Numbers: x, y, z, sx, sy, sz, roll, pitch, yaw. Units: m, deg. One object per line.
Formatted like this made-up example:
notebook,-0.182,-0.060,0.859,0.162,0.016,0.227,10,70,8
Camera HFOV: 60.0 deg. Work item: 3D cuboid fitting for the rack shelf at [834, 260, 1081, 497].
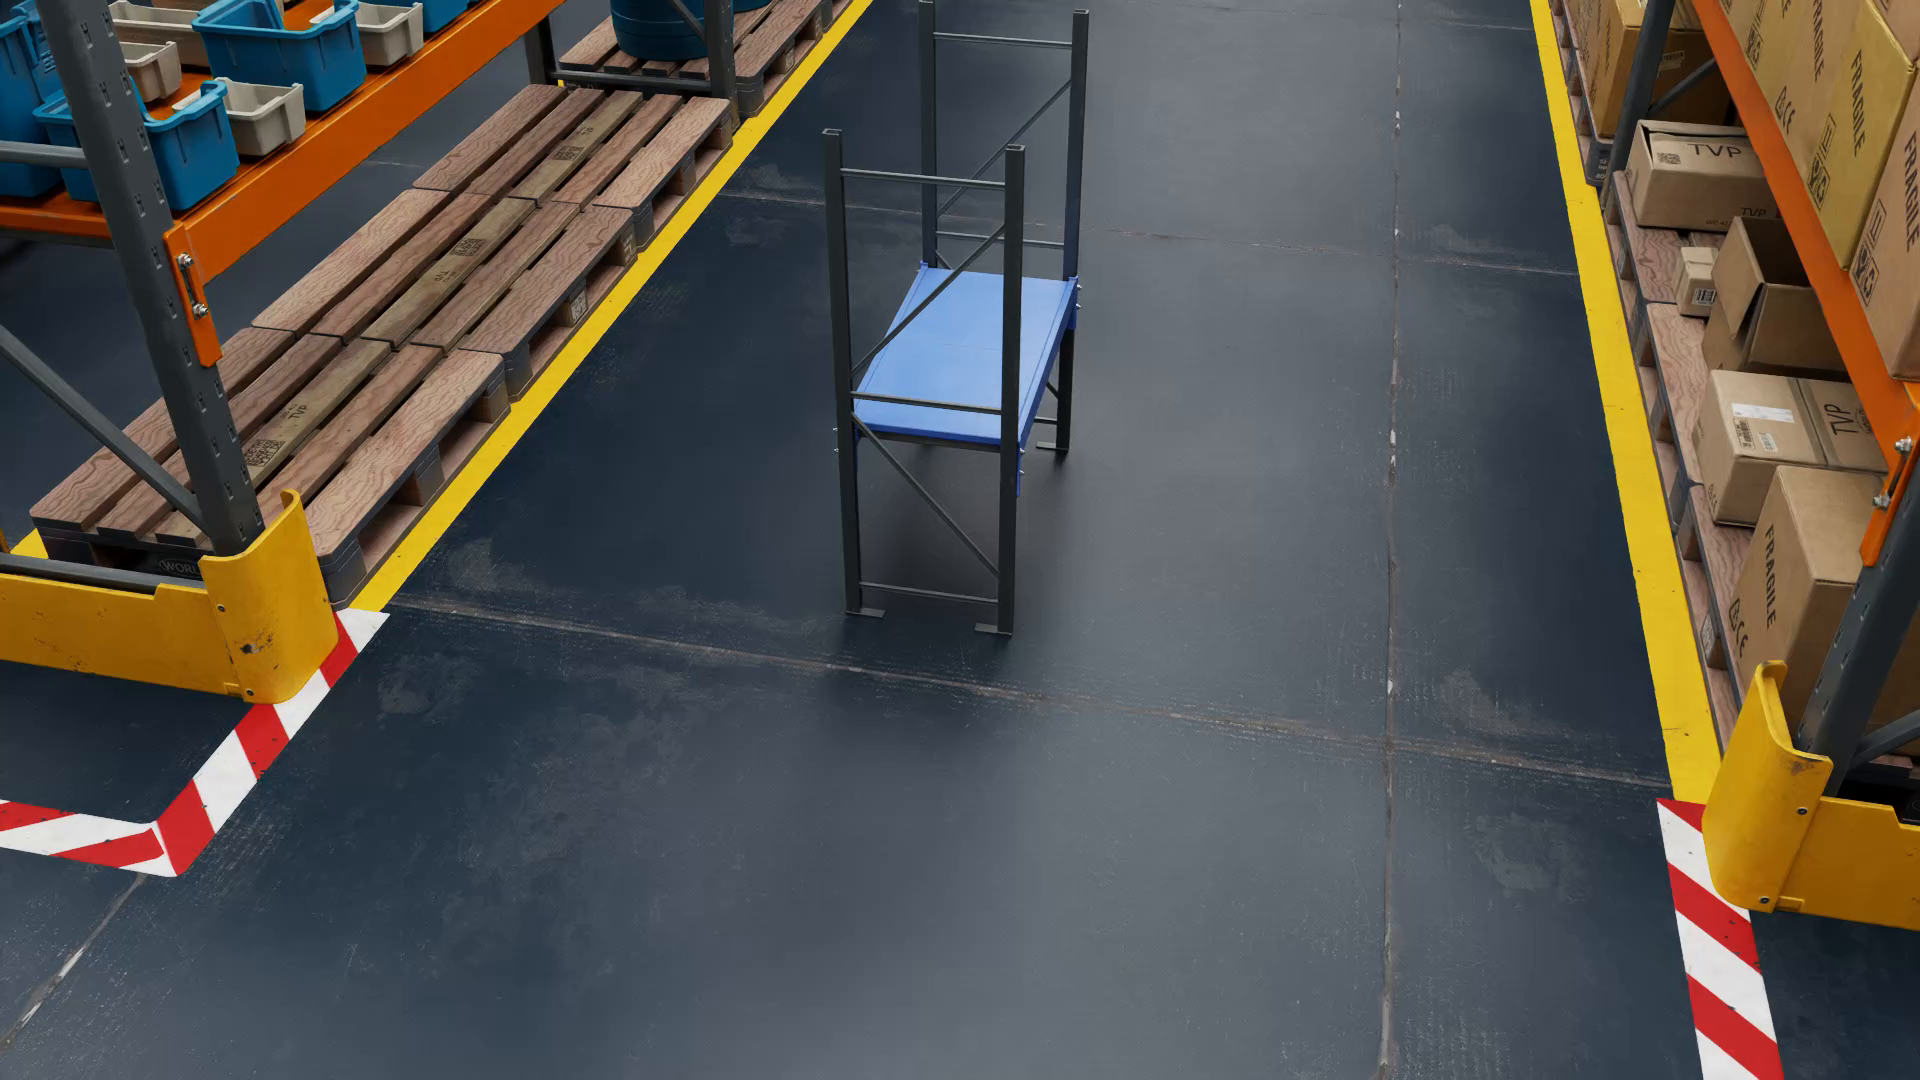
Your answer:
rack shelf,0.018,-0.511,4.983,0.538,0.185,1.000,7,37,10

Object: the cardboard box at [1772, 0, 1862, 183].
cardboard box,2.476,-1.227,4.302,0.500,0.500,0.500,8,37,10

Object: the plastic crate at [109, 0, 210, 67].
plastic crate,-2.338,-1.508,4.948,0.396,0.136,0.243,7,37,10

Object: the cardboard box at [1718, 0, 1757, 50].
cardboard box,2.691,-1.808,5.103,0.500,0.500,0.500,7,37,10

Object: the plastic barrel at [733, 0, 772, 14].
plastic barrel,-1.273,-3.265,8.629,0.600,0.901,0.708,7,37,10

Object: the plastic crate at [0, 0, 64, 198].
plastic crate,-2.522,-1.190,4.254,0.616,0.435,0.499,7,37,10

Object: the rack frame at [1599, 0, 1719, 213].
rack frame,3.281,-2.606,6.290,1.000,3.000,0.127,7,37,10

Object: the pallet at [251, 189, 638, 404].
pallet,-1.935,-0.972,6.411,1.003,0.211,1.213,7,37,10

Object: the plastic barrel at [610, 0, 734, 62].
plastic barrel,-1.424,-2.859,8.069,0.600,0.901,0.708,7,37,10

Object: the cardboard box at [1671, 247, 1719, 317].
cardboard box,2.805,-0.926,6.011,0.380,0.166,0.250,7,37,10

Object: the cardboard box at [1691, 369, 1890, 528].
cardboard box,2.535,-0.261,5.022,0.500,0.250,0.500,7,37,10

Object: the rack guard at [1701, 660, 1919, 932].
rack guard,2.443,0.656,3.919,1.175,0.500,0.348,7,37,10

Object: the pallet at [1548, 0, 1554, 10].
pallet,3.939,-3.347,9.688,1.003,0.211,1.213,7,37,10

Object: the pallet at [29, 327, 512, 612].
pallet,-2.197,-0.275,5.449,1.003,0.211,1.213,7,37,10

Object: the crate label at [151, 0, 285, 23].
crate label,-2.302,-1.671,5.173,0.396,0.136,0.243,7,37,10

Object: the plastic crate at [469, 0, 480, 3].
plastic crate,-1.692,-1.920,5.434,0.416,0.233,0.300,7,37,10

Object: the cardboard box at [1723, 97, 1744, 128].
cardboard box,3.623,-2.019,7.235,0.500,0.500,0.500,6,36,8

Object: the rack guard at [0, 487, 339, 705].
rack guard,-2.404,0.092,4.697,1.175,0.500,0.348,7,37,10

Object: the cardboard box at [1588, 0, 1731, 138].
cardboard box,3.107,-2.091,7.334,0.500,0.500,0.500,7,37,10

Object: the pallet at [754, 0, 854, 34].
pallet,-1.093,-3.239,9.539,1.003,0.211,1.213,7,37,10

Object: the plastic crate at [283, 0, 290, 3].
plastic crate,-2.257,-1.843,5.410,0.298,0.136,0.250,7,37,10

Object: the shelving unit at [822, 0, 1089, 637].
shelving unit,0.018,-0.656,4.877,0.538,1.500,1.048,7,37,10

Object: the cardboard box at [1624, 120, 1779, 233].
cardboard box,2.980,-1.482,6.655,0.500,0.311,0.500,7,37,10

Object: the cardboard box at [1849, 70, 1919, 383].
cardboard box,2.257,-0.644,3.498,0.500,0.500,0.500,8,37,11

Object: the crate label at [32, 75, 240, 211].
crate label,-2.037,-0.993,4.155,0.416,0.233,0.303,7,37,10

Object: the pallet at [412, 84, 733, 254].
pallet,-1.676,-1.674,7.379,1.003,0.211,1.213,7,37,10

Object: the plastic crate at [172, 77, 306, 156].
plastic crate,-1.888,-1.127,4.423,0.250,0.136,0.298,7,37,10

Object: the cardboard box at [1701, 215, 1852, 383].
cardboard box,2.885,-0.696,5.406,0.797,0.503,0.637,7,37,10

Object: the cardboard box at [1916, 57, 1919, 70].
cardboard box,2.253,-1.048,3.202,0.500,0.500,0.500,7,37,10

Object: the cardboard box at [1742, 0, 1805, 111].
cardboard box,2.584,-1.516,4.701,0.500,0.500,0.500,7,36,9

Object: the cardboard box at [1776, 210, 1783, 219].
cardboard box,3.437,-1.410,6.394,0.500,0.500,0.500,7,37,10

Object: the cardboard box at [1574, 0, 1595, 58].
cardboard box,3.328,-2.661,8.120,0.500,0.500,0.500,8,37,11

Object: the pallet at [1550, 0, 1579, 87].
pallet,3.676,-2.649,8.726,1.003,0.211,1.213,7,37,10

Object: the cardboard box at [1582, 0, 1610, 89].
cardboard box,3.220,-2.373,7.724,0.500,0.500,0.500,7,37,10

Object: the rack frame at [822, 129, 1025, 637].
rack frame,-0.090,-0.365,4.475,0.500,1.500,0.032,7,37,10

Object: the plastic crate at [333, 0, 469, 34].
plastic crate,-1.756,-1.747,5.197,0.416,0.233,0.300,7,37,10

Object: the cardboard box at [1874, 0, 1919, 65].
cardboard box,2.360,-1.338,3.602,0.500,0.500,0.500,8,37,11

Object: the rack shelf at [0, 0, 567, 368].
rack shelf,-1.984,-1.791,5.778,1.077,0.370,4.000,7,37,10

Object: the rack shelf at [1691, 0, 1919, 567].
rack shelf,2.854,-1.168,4.919,1.077,0.370,4.000,7,37,10

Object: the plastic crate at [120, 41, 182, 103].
plastic crate,-2.414,-1.344,4.721,0.396,0.136,0.243,7,37,10

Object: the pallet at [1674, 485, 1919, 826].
pallet,2.612,0.316,4.635,1.003,0.211,1.213,7,37,10

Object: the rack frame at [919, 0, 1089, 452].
rack frame,0.127,-0.948,5.279,0.500,1.500,0.032,7,37,10

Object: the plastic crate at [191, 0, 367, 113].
plastic crate,-1.896,-1.370,4.676,0.416,0.233,0.300,7,37,10

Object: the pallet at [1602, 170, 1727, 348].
pallet,3.134,-1.083,6.565,1.003,0.211,1.213,7,37,10

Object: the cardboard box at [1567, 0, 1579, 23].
cardboard box,3.434,-2.952,8.523,0.500,0.500,0.500,6,36,8

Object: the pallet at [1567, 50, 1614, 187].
pallet,3.418,-1.948,7.758,1.003,0.211,1.213,7,37,10

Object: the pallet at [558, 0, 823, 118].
pallet,-1.351,-2.537,8.571,1.003,0.211,1.213,7,37,10

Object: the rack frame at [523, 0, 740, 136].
rack frame,-1.557,-3.229,7.149,1.000,3.000,0.127,7,37,10

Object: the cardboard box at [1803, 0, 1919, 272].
cardboard box,2.364,-0.942,3.909,0.500,0.500,0.500,8,37,10

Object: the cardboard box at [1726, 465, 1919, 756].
cardboard box,2.302,0.179,4.203,0.500,0.500,0.500,7,37,10

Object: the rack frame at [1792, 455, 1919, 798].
rack frame,2.427,-0.313,3.126,1.000,3.000,0.127,7,37,10

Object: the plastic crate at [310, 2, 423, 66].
plastic crate,-1.743,-1.516,4.959,0.250,0.136,0.298,7,37,10

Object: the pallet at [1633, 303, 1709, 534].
pallet,2.875,-0.382,5.597,1.003,0.211,1.213,7,37,10

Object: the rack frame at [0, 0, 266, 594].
rack frame,-2.411,-0.936,3.985,1.000,3.000,0.127,7,37,10
